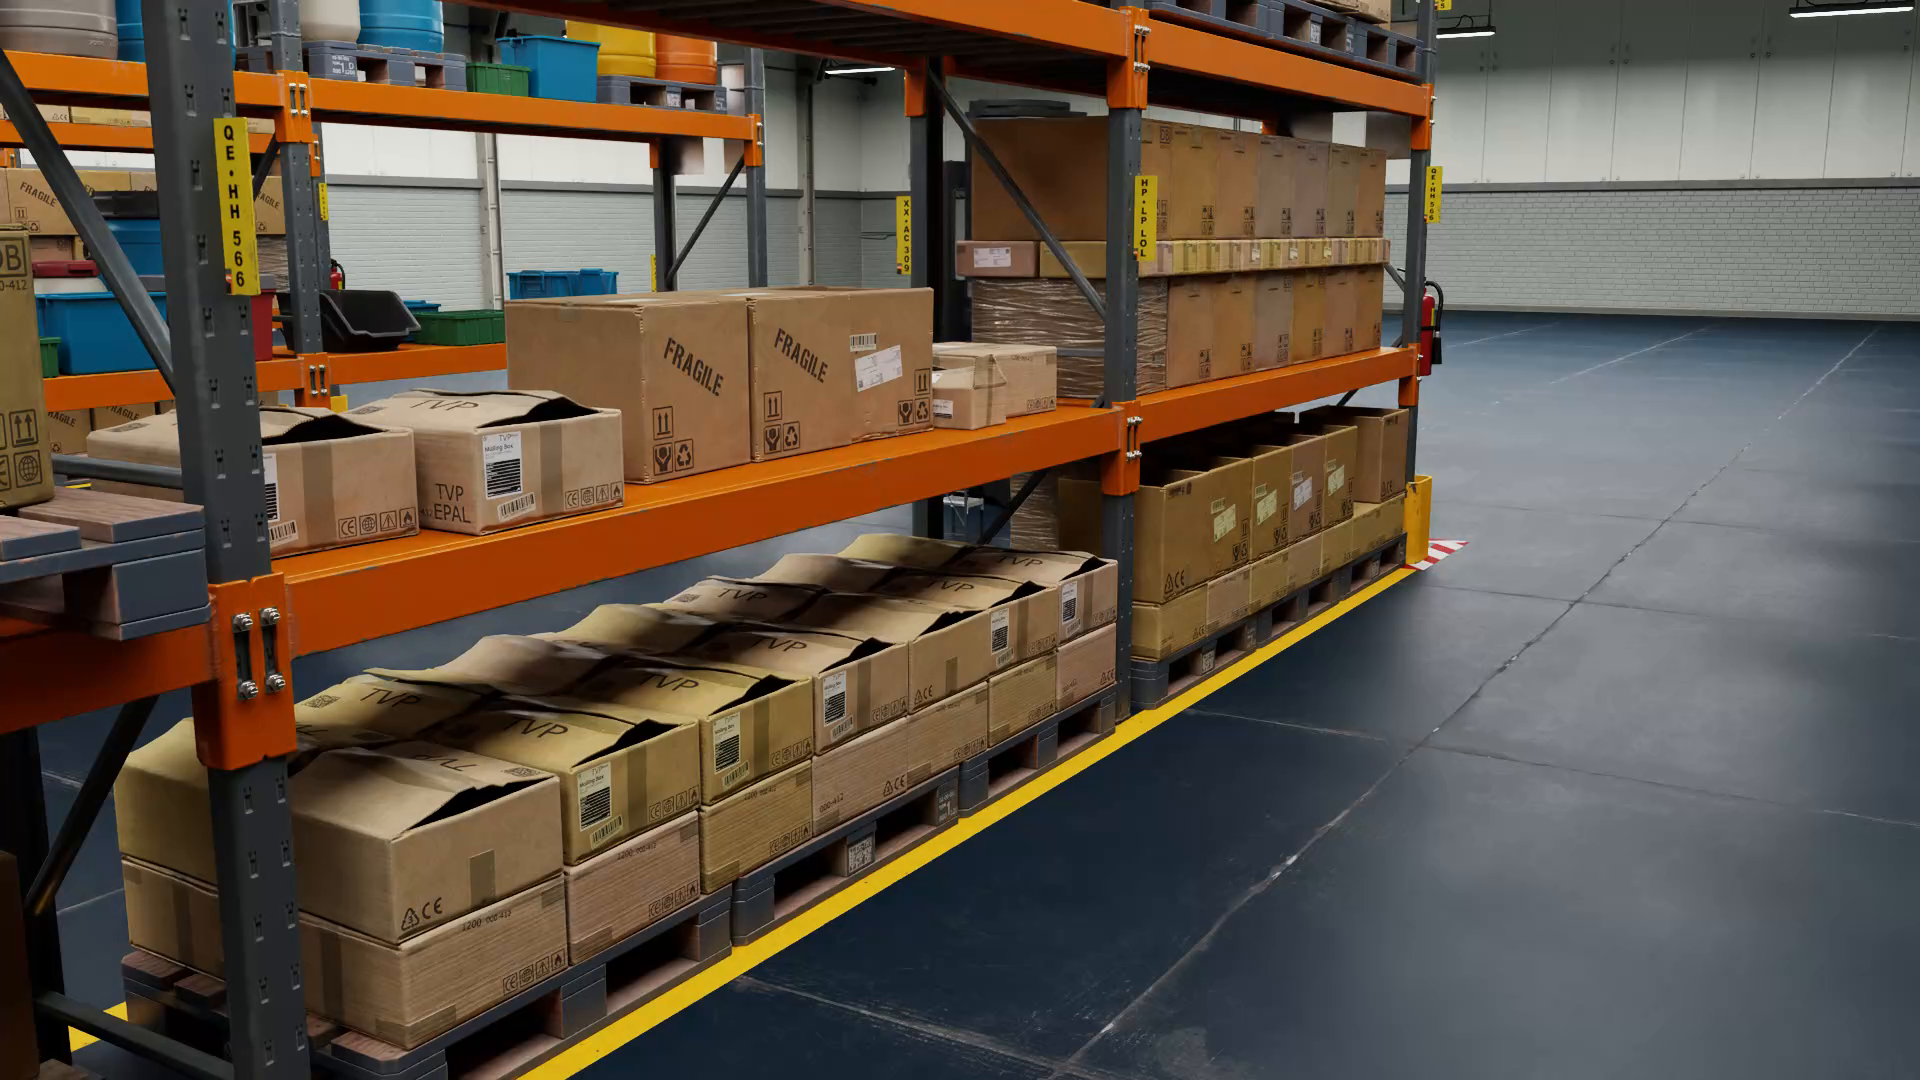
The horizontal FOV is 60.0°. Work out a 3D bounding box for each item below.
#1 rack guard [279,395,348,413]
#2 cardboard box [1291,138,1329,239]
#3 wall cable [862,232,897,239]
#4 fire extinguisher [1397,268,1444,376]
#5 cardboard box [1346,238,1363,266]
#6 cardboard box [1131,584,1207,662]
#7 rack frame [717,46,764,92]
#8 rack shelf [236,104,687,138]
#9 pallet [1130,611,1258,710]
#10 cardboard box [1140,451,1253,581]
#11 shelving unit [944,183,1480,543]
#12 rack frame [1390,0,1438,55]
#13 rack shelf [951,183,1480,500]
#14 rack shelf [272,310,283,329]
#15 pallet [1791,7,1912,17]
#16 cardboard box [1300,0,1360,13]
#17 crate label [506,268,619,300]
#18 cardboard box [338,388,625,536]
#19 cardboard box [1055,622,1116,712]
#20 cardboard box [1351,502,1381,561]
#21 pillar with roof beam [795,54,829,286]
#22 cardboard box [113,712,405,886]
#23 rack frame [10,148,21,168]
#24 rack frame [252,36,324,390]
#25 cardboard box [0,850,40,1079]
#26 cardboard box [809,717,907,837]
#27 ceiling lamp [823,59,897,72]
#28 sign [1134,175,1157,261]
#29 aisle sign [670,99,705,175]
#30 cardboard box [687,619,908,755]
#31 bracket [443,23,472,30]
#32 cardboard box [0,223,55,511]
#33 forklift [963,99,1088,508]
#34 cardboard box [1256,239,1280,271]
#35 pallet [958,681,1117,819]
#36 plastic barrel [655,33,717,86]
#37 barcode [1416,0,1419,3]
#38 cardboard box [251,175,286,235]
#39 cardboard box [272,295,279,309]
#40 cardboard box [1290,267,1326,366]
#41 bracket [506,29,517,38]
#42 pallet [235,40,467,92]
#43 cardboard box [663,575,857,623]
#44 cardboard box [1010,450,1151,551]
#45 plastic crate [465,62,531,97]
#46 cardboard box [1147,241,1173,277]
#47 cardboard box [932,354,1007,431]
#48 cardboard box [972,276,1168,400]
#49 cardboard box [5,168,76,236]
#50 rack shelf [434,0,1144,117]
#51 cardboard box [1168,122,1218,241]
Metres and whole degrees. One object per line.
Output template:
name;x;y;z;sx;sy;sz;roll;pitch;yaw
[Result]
rack guard;-6.177;-1.108;15.431;1.175;0.500;0.348;6;12;31
cardboard box;1.517;-1.846;8.779;0.700;0.500;0.500;6;12;31
wall cable;-1.748;-10.224;49.463;3.097;2.526;0.112;6;12;31
fire extinguisher;2.785;-1.338;10.076;0.296;0.674;0.183;6;12;31
cardboard box;2.024;-1.610;9.284;0.380;0.149;0.250;6;12;30
cardboard box;0.750;0.328;7.295;0.500;0.250;0.500;6;12;31
rack frame;-1.905;-4.825;12.185;1.000;3.000;0.127;6;12;31
rack shelf;-2.943;-2.778;10.829;0.919;0.124;3.809;6;12;31
pallet;0.699;0.477;7.749;1.003;0.211;1.213;6;12;31
cardboard box;1.011;-0.119;7.645;0.500;0.500;0.500;6;12;31
shelving unit;3.863;-4.651;27.289;11.303;3.100;33.289;6;12;31
rack frame;2.327;-4.351;9.654;1.000;3.000;0.127;6;12;31
rack shelf;3.864;-4.651;27.291;11.303;3.100;33.284;6;12;31
rack shelf;-7.176;-1.681;13.651;1.077;0.370;4.000;6;12;31
pallet;-0.691;-6.587;22.501;22.355;3.067;31.458;6;12;31
cardboard box;1.666;-2.814;8.318;0.500;0.311;0.500;8;13;37
crate label;-2.629;-1.578;11.050;0.502;0.435;0.616;6;12;31
cardboard box;-1.197;-0.222;4.146;0.500;0.311;0.500;6;12;30
cardboard box;0.283;0.465;6.564;0.500;0.250;0.500;6;12;30
cardboard box;2.052;-0.065;9.393;0.500;0.250;0.500;6;12;31
pillar with roof beam;-0.729;-11.002;45.180;9.100;9.000;0.548;6;12;31
cardboard box;-1.765;0.620;4.214;0.500;0.311;0.500;7;13;32
rack frame;-10.324;-2.839;17.881;1.000;3.000;0.127;6;12;31
rack frame;-3.981;-1.247;9.377;1.000;3.000;0.127;6;12;31
cardboard box;-2.307;0.913;3.439;0.500;0.500;0.500;7;13;33
cardboard box;-0.512;0.705;5.283;0.500;0.250;0.500;7;13;32
ceiling lamp;-2.355;-13.241;41.166;2.000;3.144;0.800;6;12;31
sign;0.719;-1.253;6.478;0.100;0.325;0.005;6;12;31
aisle sign;-2.118;-3.193;12.708;0.394;0.787;0.004;6;12;31
cardboard box;-0.505;0.427;5.244;0.500;0.311;0.500;6;12;30
bracket;-11.888;-10.791;34.271;0.076;0.066;4.783;6;12;31
cardboard box;-2.057;-0.290;2.851;0.700;0.500;0.500;2;11;12
forklift;0.283;-1.904;13.076;1.130;2.935;3.031;-4;12;-23
cardboard box;1.356;-1.409;8.207;0.380;0.149;0.250;6;12;30
pallet;-0.099;0.717;6.464;1.003;0.211;1.213;6;12;31
plastic barrel;-2.048;-3.679;11.910;0.600;0.830;0.708;6;12;31
barcode;2.583;-3.068;9.377;0.001;0.075;0.075;6;12;31
cardboard box;-6.212;-2.926;14.548;0.500;0.500;0.500;6;12;31
cardboard box;-6.240;-2.122;14.733;0.380;0.149;0.250;6;12;31
cardboard box;1.542;-1.218;8.954;0.700;0.500;0.500;6;12;31
bracket;-10.119;-11.326;37.132;0.235;0.232;0.430;6;12;31
pallet;-3.690;-2.751;9.774;1.213;0.211;1.003;6;12;31
cardboard box;-1.761;0.006;8.142;4.512;0.551;3.341;6;12;29
cardboard box;0.574;-0.168;7.907;0.500;0.500;0.500;6;12;31
plastic crate;-2.929;-2.839;10.307;0.336;0.188;0.450;6;12;31
cardboard box;0.685;-1.204;7.115;0.380;0.149;0.250;7;12;32
cardboard box;-0.049;-0.551;6.026;0.396;0.266;0.258;6;12;29
cardboard box;0.475;-0.893;7.213;0.700;0.500;0.500;6;12;29
cardboard box;-7.245;-2.611;12.865;0.500;0.500;0.500;6;12;31
rack shelf;-0.788;-1.579;4.956;1.077;0.370;4.000;6;12;31
cardboard box;0.736;-1.610;7.519;0.700;0.500;0.500;6;12;31
